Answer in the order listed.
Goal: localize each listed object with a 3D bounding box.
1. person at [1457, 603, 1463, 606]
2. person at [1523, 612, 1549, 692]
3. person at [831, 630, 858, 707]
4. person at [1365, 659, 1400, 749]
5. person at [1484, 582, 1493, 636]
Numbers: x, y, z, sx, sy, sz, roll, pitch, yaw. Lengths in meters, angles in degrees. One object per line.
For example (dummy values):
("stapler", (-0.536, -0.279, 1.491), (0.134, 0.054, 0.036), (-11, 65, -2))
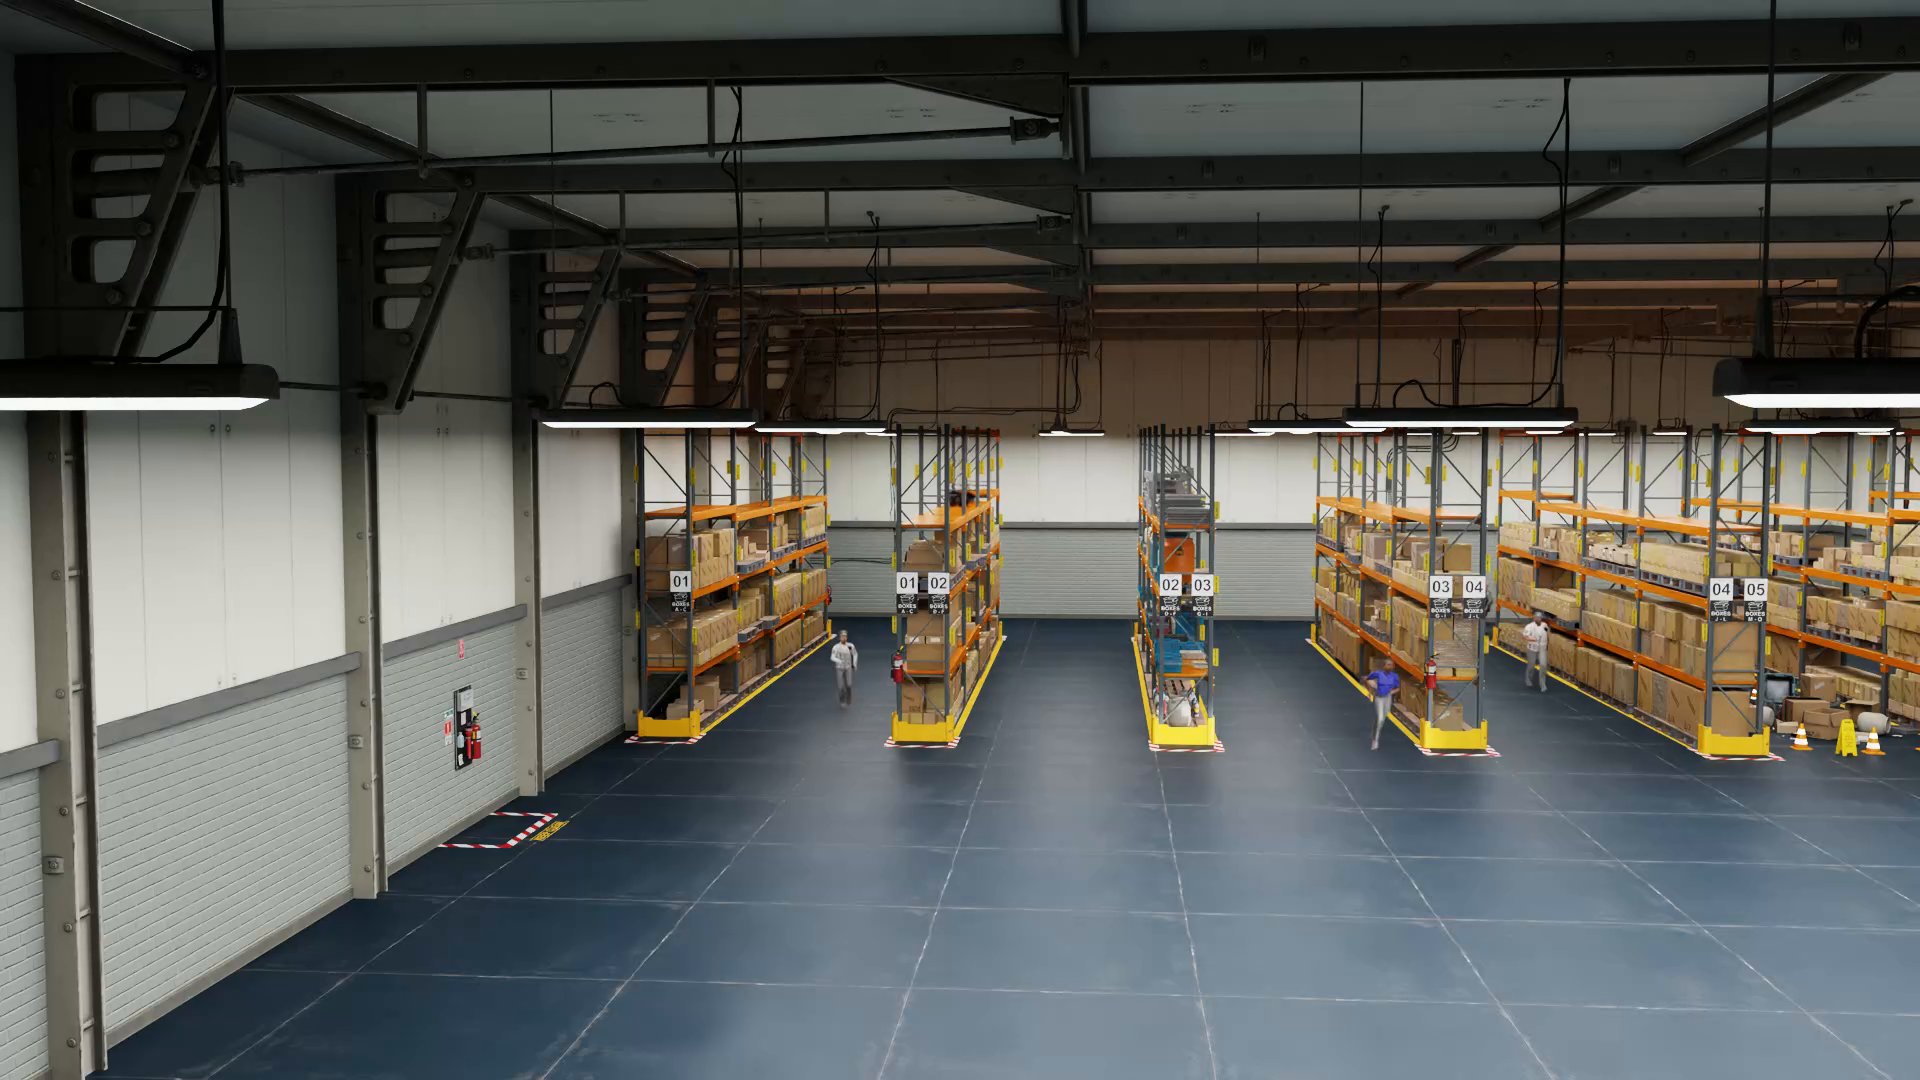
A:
("person", (13.826, 2.041, 46.275), (0.707, 1.738, 0.574), (2, 4, 27))
("person", (13.172, 2.522, 38.029), (0.608, 1.813, 0.909), (0, 3, 7))
("person", (-2.441, 2.738, 35.281), (0.595, 1.660, 0.584), (-1, 4, -9))
("person", (7.872, 3.037, 31.006), (0.598, 1.684, 0.741), (0, 3, -6))
("person", (14.909, 2.016, 47.537), (0.560, 1.678, 0.677), (1, 4, 13))
